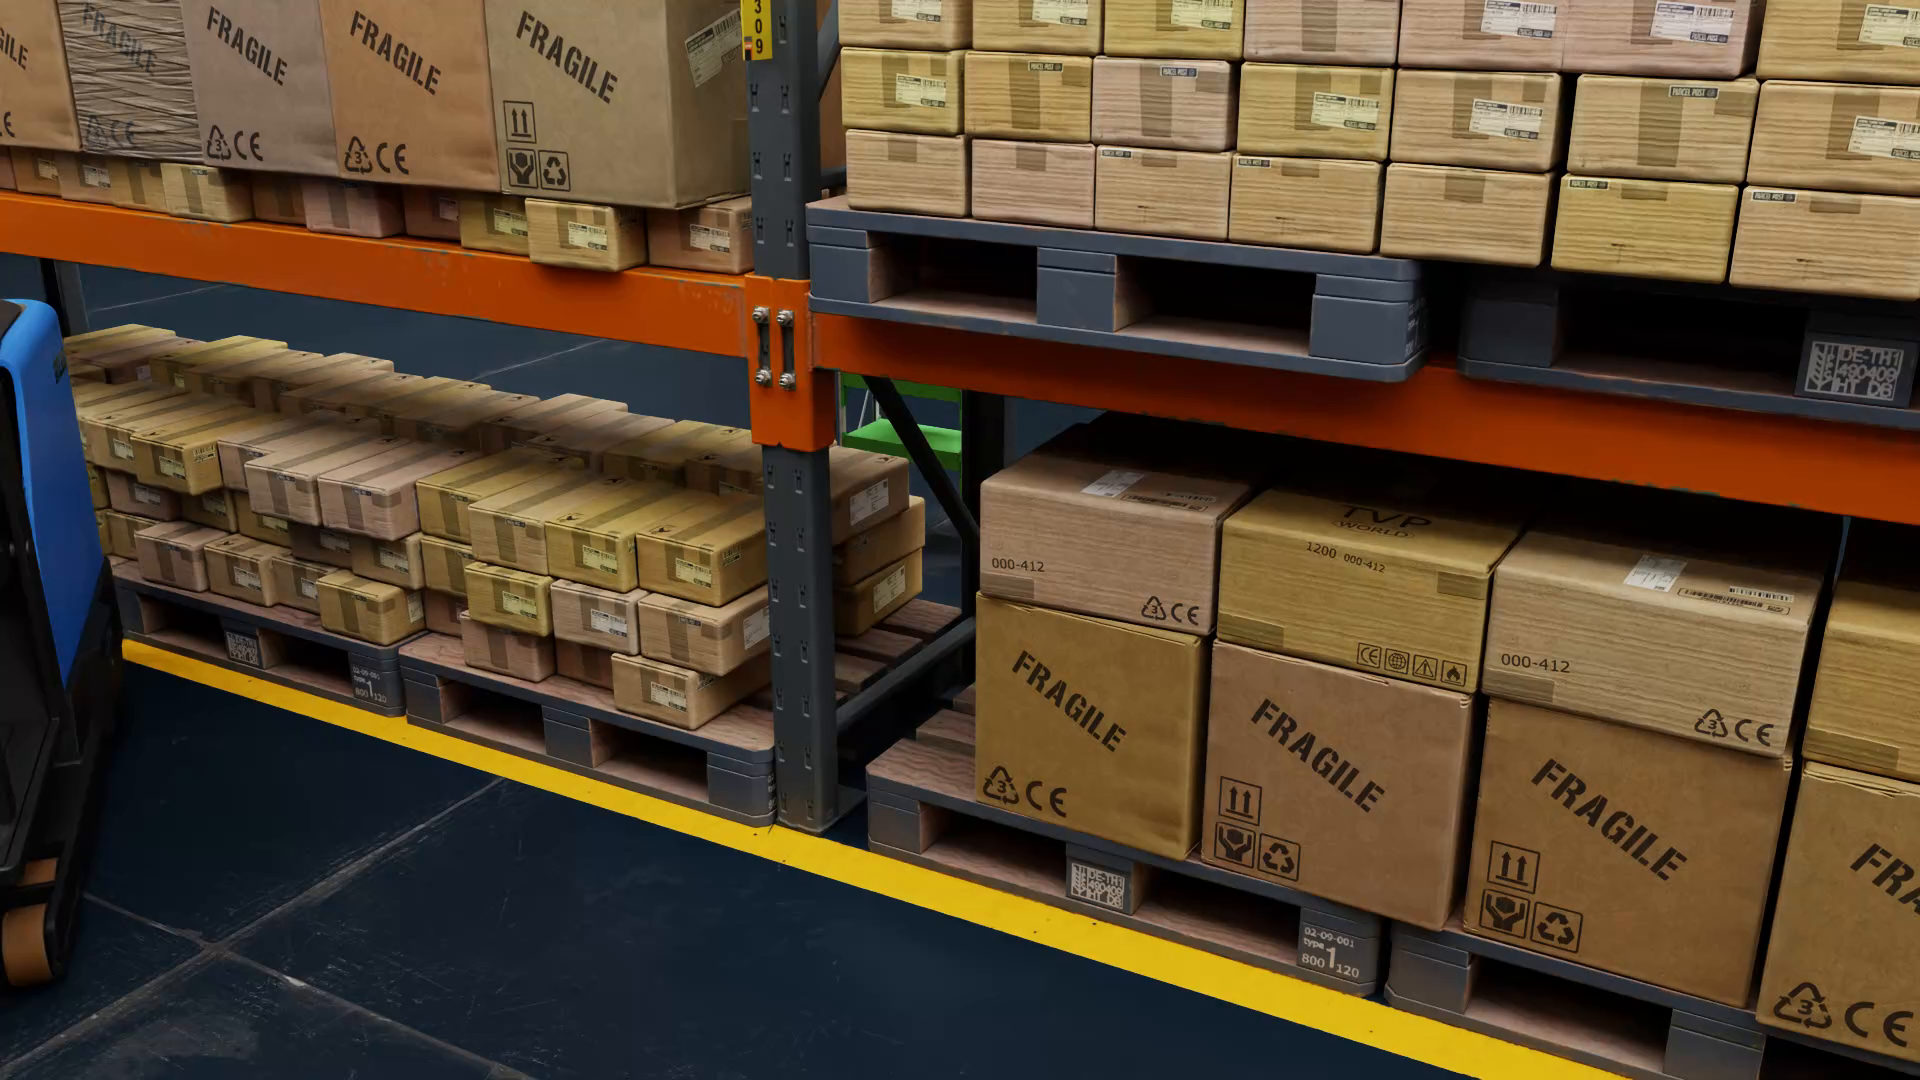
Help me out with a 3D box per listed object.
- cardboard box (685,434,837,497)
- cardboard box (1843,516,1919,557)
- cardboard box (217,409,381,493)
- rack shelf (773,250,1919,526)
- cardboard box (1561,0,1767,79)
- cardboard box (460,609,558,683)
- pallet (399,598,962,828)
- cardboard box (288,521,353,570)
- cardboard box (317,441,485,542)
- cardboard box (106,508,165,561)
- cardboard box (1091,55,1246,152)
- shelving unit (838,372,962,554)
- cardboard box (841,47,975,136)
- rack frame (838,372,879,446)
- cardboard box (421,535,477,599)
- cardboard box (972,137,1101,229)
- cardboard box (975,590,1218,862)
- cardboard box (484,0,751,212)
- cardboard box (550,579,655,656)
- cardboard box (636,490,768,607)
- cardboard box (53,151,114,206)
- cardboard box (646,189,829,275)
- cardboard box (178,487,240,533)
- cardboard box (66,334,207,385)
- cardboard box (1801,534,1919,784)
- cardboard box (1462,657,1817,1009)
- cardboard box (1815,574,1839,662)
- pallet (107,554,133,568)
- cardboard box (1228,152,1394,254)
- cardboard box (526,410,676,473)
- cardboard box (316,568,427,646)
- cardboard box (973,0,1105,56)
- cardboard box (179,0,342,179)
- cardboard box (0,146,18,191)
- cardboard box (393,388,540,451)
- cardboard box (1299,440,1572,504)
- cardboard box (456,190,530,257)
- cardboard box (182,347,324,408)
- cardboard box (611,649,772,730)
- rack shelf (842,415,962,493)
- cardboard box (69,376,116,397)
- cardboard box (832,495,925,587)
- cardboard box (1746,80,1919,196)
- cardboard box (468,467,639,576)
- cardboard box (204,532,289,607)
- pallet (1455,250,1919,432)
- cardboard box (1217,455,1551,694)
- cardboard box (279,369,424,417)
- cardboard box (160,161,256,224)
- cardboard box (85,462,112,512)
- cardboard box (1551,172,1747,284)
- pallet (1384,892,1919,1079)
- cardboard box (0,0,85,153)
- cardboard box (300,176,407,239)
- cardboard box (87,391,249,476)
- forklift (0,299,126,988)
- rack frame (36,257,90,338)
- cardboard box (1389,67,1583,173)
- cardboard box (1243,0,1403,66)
[{"bbox_3d":[-0.554,-0.185,4.669,0.250,0.149,0.380,12,23,30],"label":"cardboard box"},{"bbox_3d":[1.997,0.067,3.230,0.500,0.250,0.500,11,23,28],"label":"cardboard box"},{"bbox_3d":[-1.918,-0.253,4.857,0.250,0.149,0.380,11,23,27],"label":"cardboard box"},{"bbox_3d":[1.604,-0.195,3.059,4.000,0.370,1.077,11,23,27],"label":"rack shelf"},{"bbox_3d":[1.107,-0.808,2.573,0.250,0.149,0.380,12,23,29],"label":"cardboard box"},{"bbox_3d":[-1.099,0.220,4.423,0.250,0.149,0.380,10,22,26],"label":"cardboard box"},{"bbox_3d":[-0.746,0.344,4.607,1.213,0.211,1.003,11,23,27],"label":"pallet"},{"bbox_3d":[-1.684,-0.059,4.758,0.250,0.149,0.380,10,22,25],"label":"cardboard box"},{"bbox_3d":[-1.513,-0.138,4.540,0.250,0.149,0.380,10,22,25],"label":"cardboard box"},{"bbox_3d":[-2.406,-0.058,5.191,0.250,0.149,0.380,11,23,27],"label":"cardboard box"},{"bbox_3d":[0.430,-0.797,2.980,0.250,0.149,0.380,11,23,29],"label":"cardboard box"},{"bbox_3d":[-0.145,-0.592,5.736,0.503,1.200,0.258,11,23,27],"label":"shelving unit"},{"bbox_3d":[-0.023,-0.882,3.215,0.250,0.149,0.380,11,23,28],"label":"cardboard box"},{"bbox_3d":[-0.358,-0.632,5.848,0.015,1.200,0.240,11,23,27],"label":"rack frame"},{"bbox_3d":[-1.228,0.028,4.518,0.250,0.149,0.380,11,23,28],"label":"cardboard box"},{"bbox_3d":[0.222,-0.698,3.144,0.250,0.149,0.380,11,23,28],"label":"cardboard box"},{"bbox_3d":[0.373,0.314,3.651,0.500,0.500,0.500,12,23,29],"label":"cardboard box"},{"bbox_3d":[-0.702,-1.049,3.775,0.500,0.500,0.500,11,23,27],"label":"cardboard box"},{"bbox_3d":[-0.815,0.138,4.214,0.250,0.149,0.380,10,22,25],"label":"cardboard box"},{"bbox_3d":[-0.580,0.016,4.115,0.250,0.149,0.380,12,23,29],"label":"cardboard box"},{"bbox_3d":[-2.341,-1.066,4.775,0.250,0.149,0.380,10,22,26],"label":"cardboard box"},{"bbox_3d":[-0.506,-0.725,3.834,0.250,0.149,0.380,11,22,27],"label":"cardboard box"},{"bbox_3d":[-2.128,-0.164,5.047,0.250,0.149,0.380,12,23,30],"label":"cardboard box"},{"bbox_3d":[-2.857,-0.596,5.803,0.250,0.149,0.380,11,23,28],"label":"cardboard box"},{"bbox_3d":[1.743,0.219,2.813,0.500,0.250,0.500,11,23,29],"label":"cardboard box"},{"bbox_3d":[1.300,0.484,3.181,0.500,0.500,0.500,11,23,28],"label":"cardboard box"},{"bbox_3d":[1.966,0.417,3.366,0.500,0.500,0.500,10,22,26],"label":"cardboard box"},{"bbox_3d":[-2.876,-0.062,5.726,1.213,0.211,1.003,11,23,27],"label":"pallet"},{"bbox_3d":[0.657,-0.613,2.910,0.250,0.149,0.380,11,23,28],"label":"cardboard box"},{"bbox_3d":[-1.037,-0.249,4.845,0.250,0.149,0.380,10,22,26],"label":"cardboard box"},{"bbox_3d":[-1.555,0.141,4.642,0.250,0.149,0.380,11,23,27],"label":"cardboard box"},{"bbox_3d":[0.224,-0.978,3.042,0.250,0.149,0.380,11,23,29],"label":"cardboard box"},{"bbox_3d":[-1.589,-1.219,4.243,0.500,0.500,0.500,11,23,27],"label":"cardboard box"},{"bbox_3d":[-2.767,-1.168,5.056,0.250,0.149,0.380,12,23,30],"label":"cardboard box"},{"bbox_3d":[-1.498,-0.336,5.086,0.250,0.149,0.380,10,22,25],"label":"cardboard box"},{"bbox_3d":[1.073,-0.103,3.699,0.500,0.250,0.500,12,23,30],"label":"cardboard box"},{"bbox_3d":[-0.988,-0.798,4.035,0.250,0.149,0.380,12,23,29],"label":"cardboard box"},{"bbox_3d":[-2.374,-0.529,5.617,0.250,0.149,0.380,10,22,25],"label":"cardboard box"},{"bbox_3d":[-0.651,0.313,4.168,0.250,0.149,0.380,11,23,28],"label":"cardboard box"},{"bbox_3d":[-0.145,-0.306,5.840,0.480,0.148,0.258,11,23,27],"label":"rack shelf"},{"bbox_3d":[-2.886,-0.389,5.232,0.250,0.149,0.380,11,23,27],"label":"cardboard box"},{"bbox_3d":[-0.303,-0.018,4.645,0.250,0.149,0.380,12,23,30],"label":"cardboard box"},{"bbox_3d":[1.344,-0.623,2.500,0.250,0.149,0.380,10,22,26],"label":"cardboard box"},{"bbox_3d":[-1.043,-0.054,4.308,0.250,0.149,0.380,11,22,27],"label":"cardboard box"},{"bbox_3d":[-1.976,0.048,4.900,0.250,0.149,0.380,11,23,27],"label":"cardboard box"},{"bbox_3d":[1.602,-0.427,2.926,1.213,0.211,1.003,11,23,27],"label":"pallet"},{"bbox_3d":[0.840,0.049,3.282,0.500,0.250,0.500,11,23,29],"label":"cardboard box"},{"bbox_3d":[-1.936,-0.424,5.328,0.250,0.149,0.380,10,22,26],"label":"cardboard box"},{"bbox_3d":[-1.906,-0.964,4.492,0.250,0.149,0.380,11,23,28],"label":"cardboard box"},{"bbox_3d":[-2.663,-0.213,5.181,0.250,0.149,0.380,12,23,29],"label":"cardboard box"},{"bbox_3d":[1.120,-0.527,2.672,0.250,0.149,0.380,10,22,26],"label":"cardboard box"},{"bbox_3d":[1.607,0.777,3.414,1.213,0.211,1.003,11,23,27],"label":"pallet"},{"bbox_3d":[-2.476,-1.394,4.727,0.500,0.500,0.500,11,23,28],"label":"cardboard box"},{"bbox_3d":[-1.453,-0.885,4.273,0.250,0.149,0.380,10,22,25],"label":"cardboard box"},{"bbox_3d":[-2.391,-0.324,5.052,0.250,0.149,0.380,12,23,29],"label":"cardboard box"},{"bbox_3d":[-2.446,-0.513,2.981,1.130,2.935,3.031,-7,21,-19],"label":"forklift"},{"bbox_3d":[-3.634,-1.531,5.687,0.127,3.000,1.000,11,23,27],"label":"rack frame"},{"bbox_3d":[0.894,-0.710,2.740,0.250,0.149,0.380,12,23,29],"label":"cardboard box"},{"bbox_3d":[0.663,-0.892,2.806,0.250,0.149,0.380,10,22,27],"label":"cardboard box"}]
